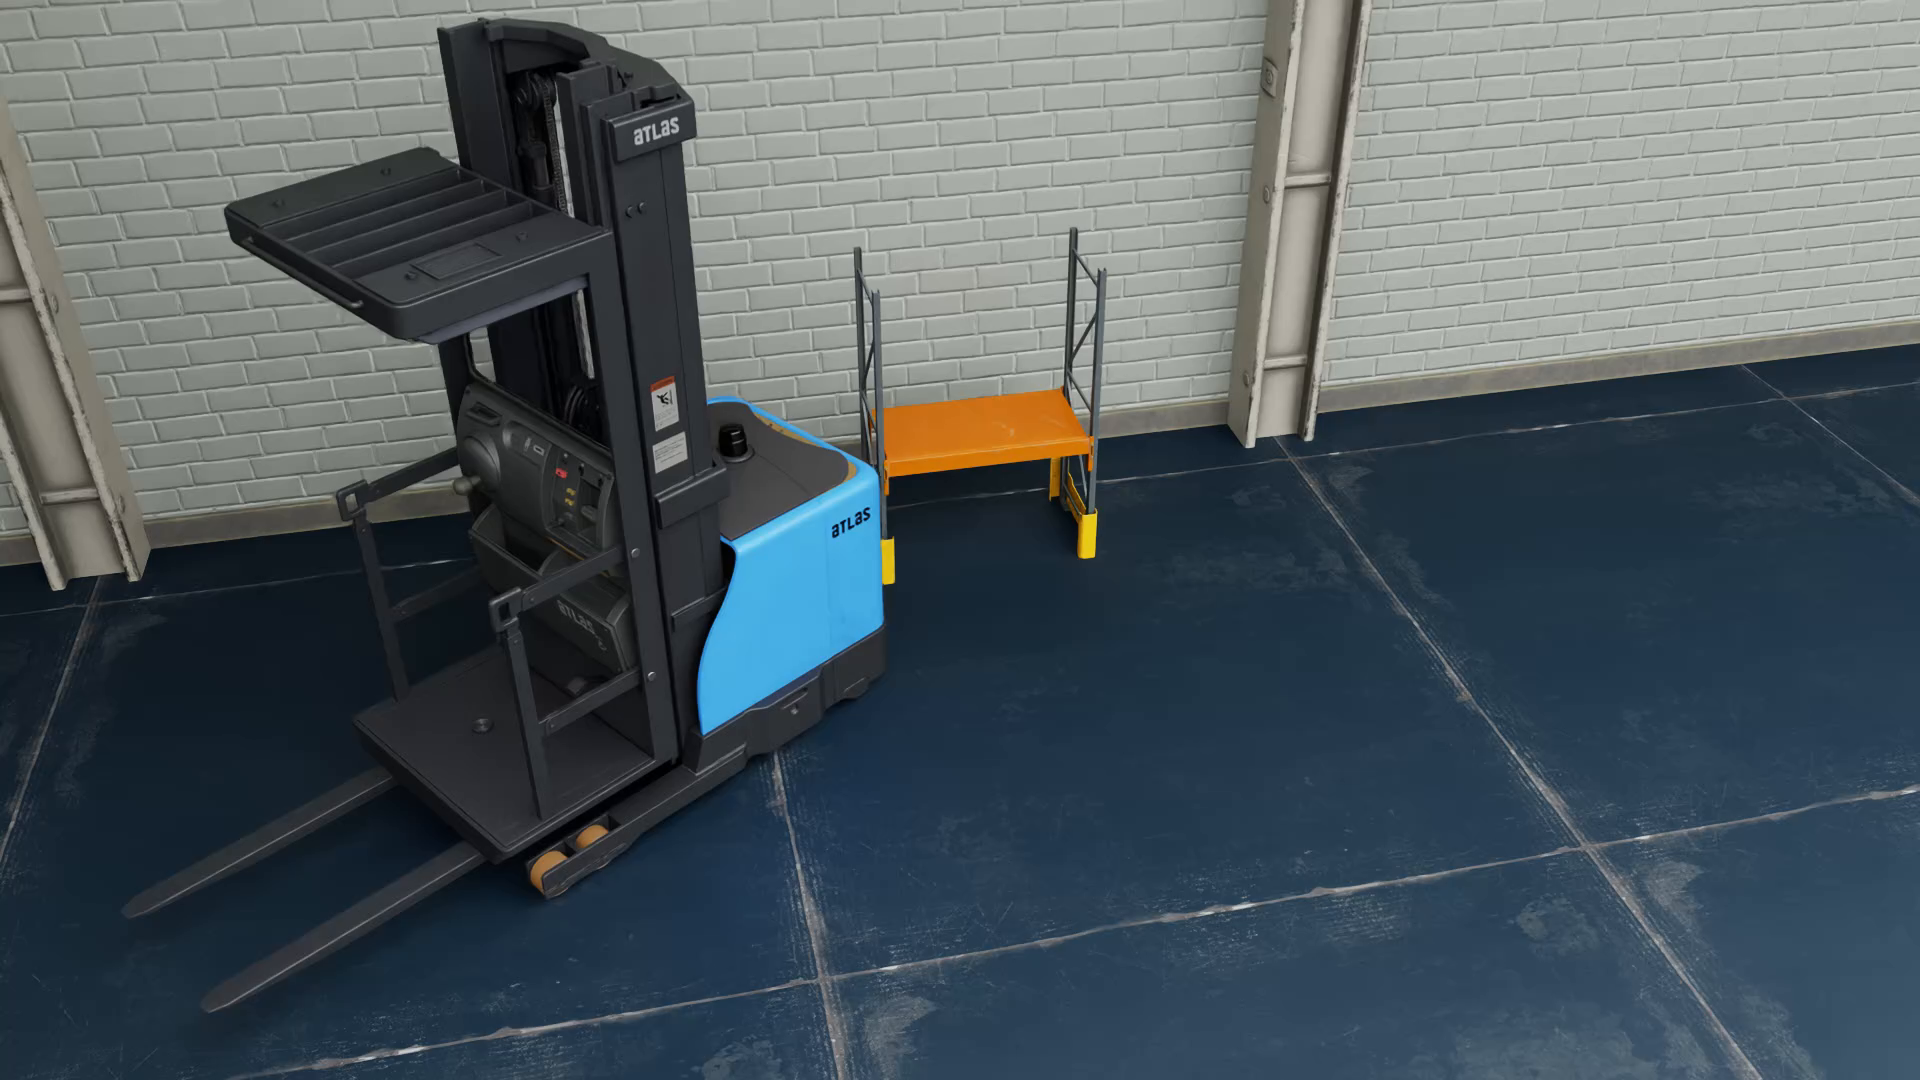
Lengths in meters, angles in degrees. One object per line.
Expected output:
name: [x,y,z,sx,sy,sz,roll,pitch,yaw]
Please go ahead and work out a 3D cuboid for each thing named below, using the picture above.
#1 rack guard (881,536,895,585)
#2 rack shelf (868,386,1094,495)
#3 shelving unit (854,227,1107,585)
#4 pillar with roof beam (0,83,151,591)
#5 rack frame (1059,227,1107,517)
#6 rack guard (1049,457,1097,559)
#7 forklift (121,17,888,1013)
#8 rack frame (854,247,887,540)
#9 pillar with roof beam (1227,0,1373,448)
rack guard: [-0.411,-0.052,8.103,0.087,0.250,0.587,-7,35,-11]
rack shelf: [0.083,-0.484,7.948,1.000,0.185,0.538,-7,35,-11]
shelving unit: [0.074,-0.632,7.846,1.083,1.500,0.587,-7,35,-11]
pillar with roof beam: [-3.202,-1.264,2.058,0.400,9.000,9.100,-7,35,-11]
rack frame: [0.579,-0.696,7.941,0.032,1.500,0.500,-7,35,-11]
rack guard: [0.560,-0.174,8.286,0.087,0.250,0.587,-7,35,-11]
forklift: [-1.694,-0.203,5.921,1.130,2.935,3.031,28,43,35]
rack frame: [-0.413,-0.571,7.755,0.032,1.500,0.500,-7,35,-11]
pillar with roof beam: [2.650,-2.001,3.157,0.400,9.000,9.100,-7,35,-11]
